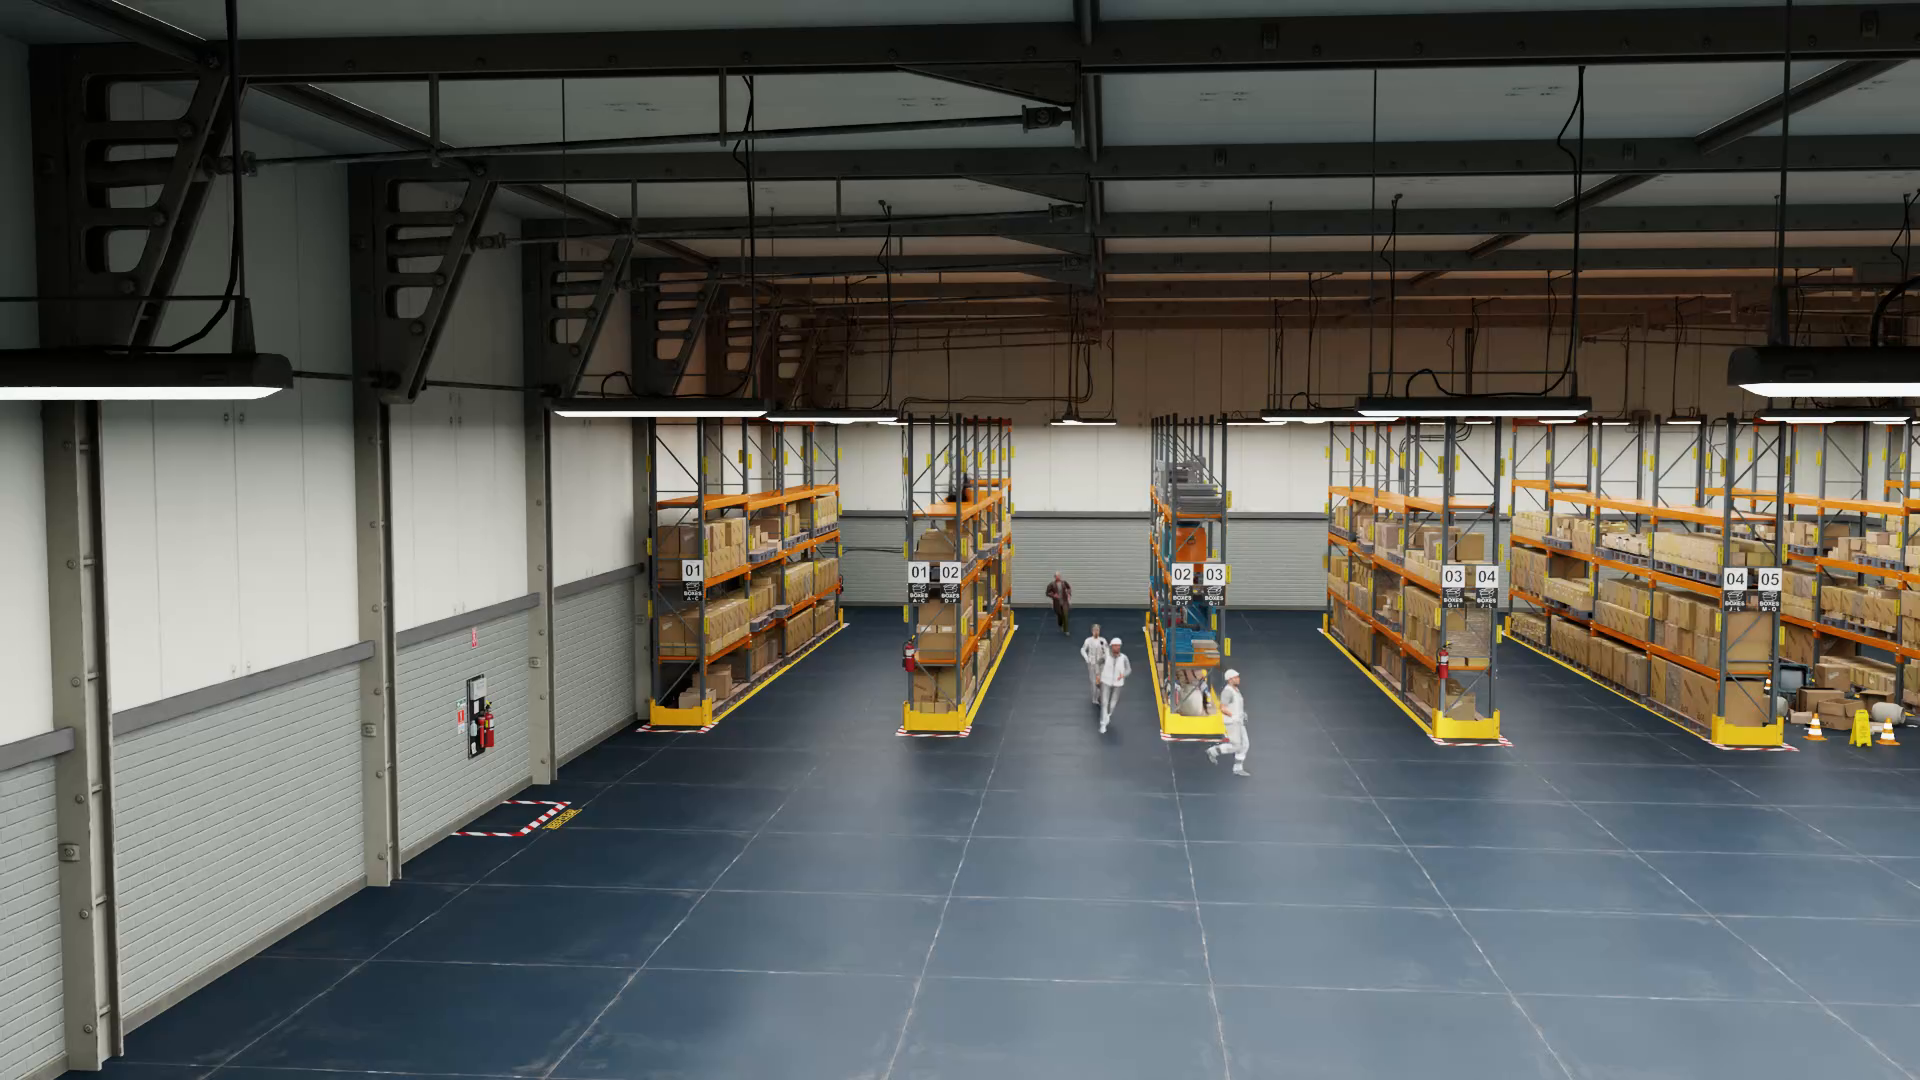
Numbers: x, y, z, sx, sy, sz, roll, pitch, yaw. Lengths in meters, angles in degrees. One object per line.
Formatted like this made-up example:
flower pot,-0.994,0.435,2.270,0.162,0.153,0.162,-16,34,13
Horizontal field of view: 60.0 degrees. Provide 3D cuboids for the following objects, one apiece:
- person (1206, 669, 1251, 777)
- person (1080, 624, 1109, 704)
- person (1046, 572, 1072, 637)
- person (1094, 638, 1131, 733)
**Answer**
person,4.458,3.009,27.453,0.744,1.759,0.655,2,4,26
person,2.823,2.563,34.677,0.615,1.647,0.569,0,4,-2
person,2.742,1.765,46.086,0.749,1.745,0.946,0,4,-7
person,2.903,2.734,31.615,0.697,1.764,0.862,0,4,0
